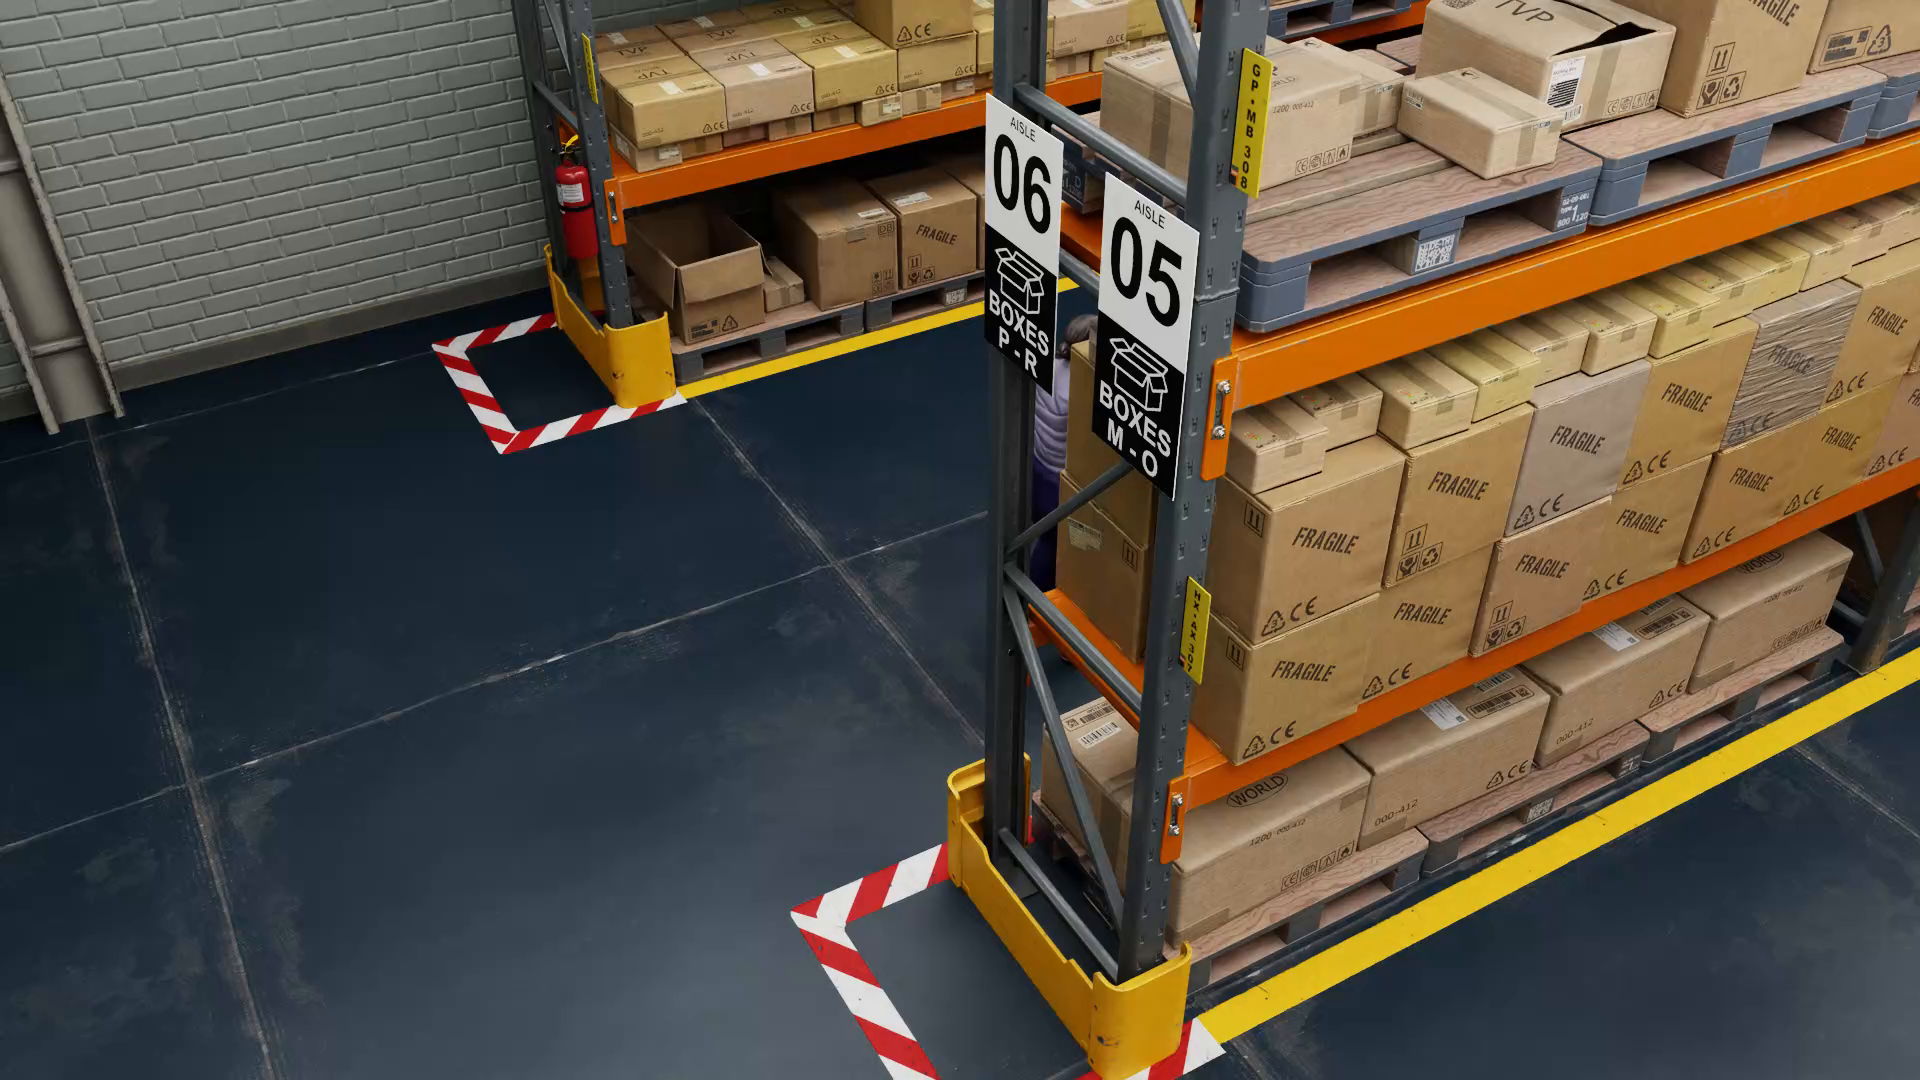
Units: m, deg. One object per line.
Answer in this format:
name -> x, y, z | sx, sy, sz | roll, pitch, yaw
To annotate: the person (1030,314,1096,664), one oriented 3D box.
person -> 0.475, -0.222, 7.226 | 0.371, 1.652, 0.538 | -19, 41, -23
